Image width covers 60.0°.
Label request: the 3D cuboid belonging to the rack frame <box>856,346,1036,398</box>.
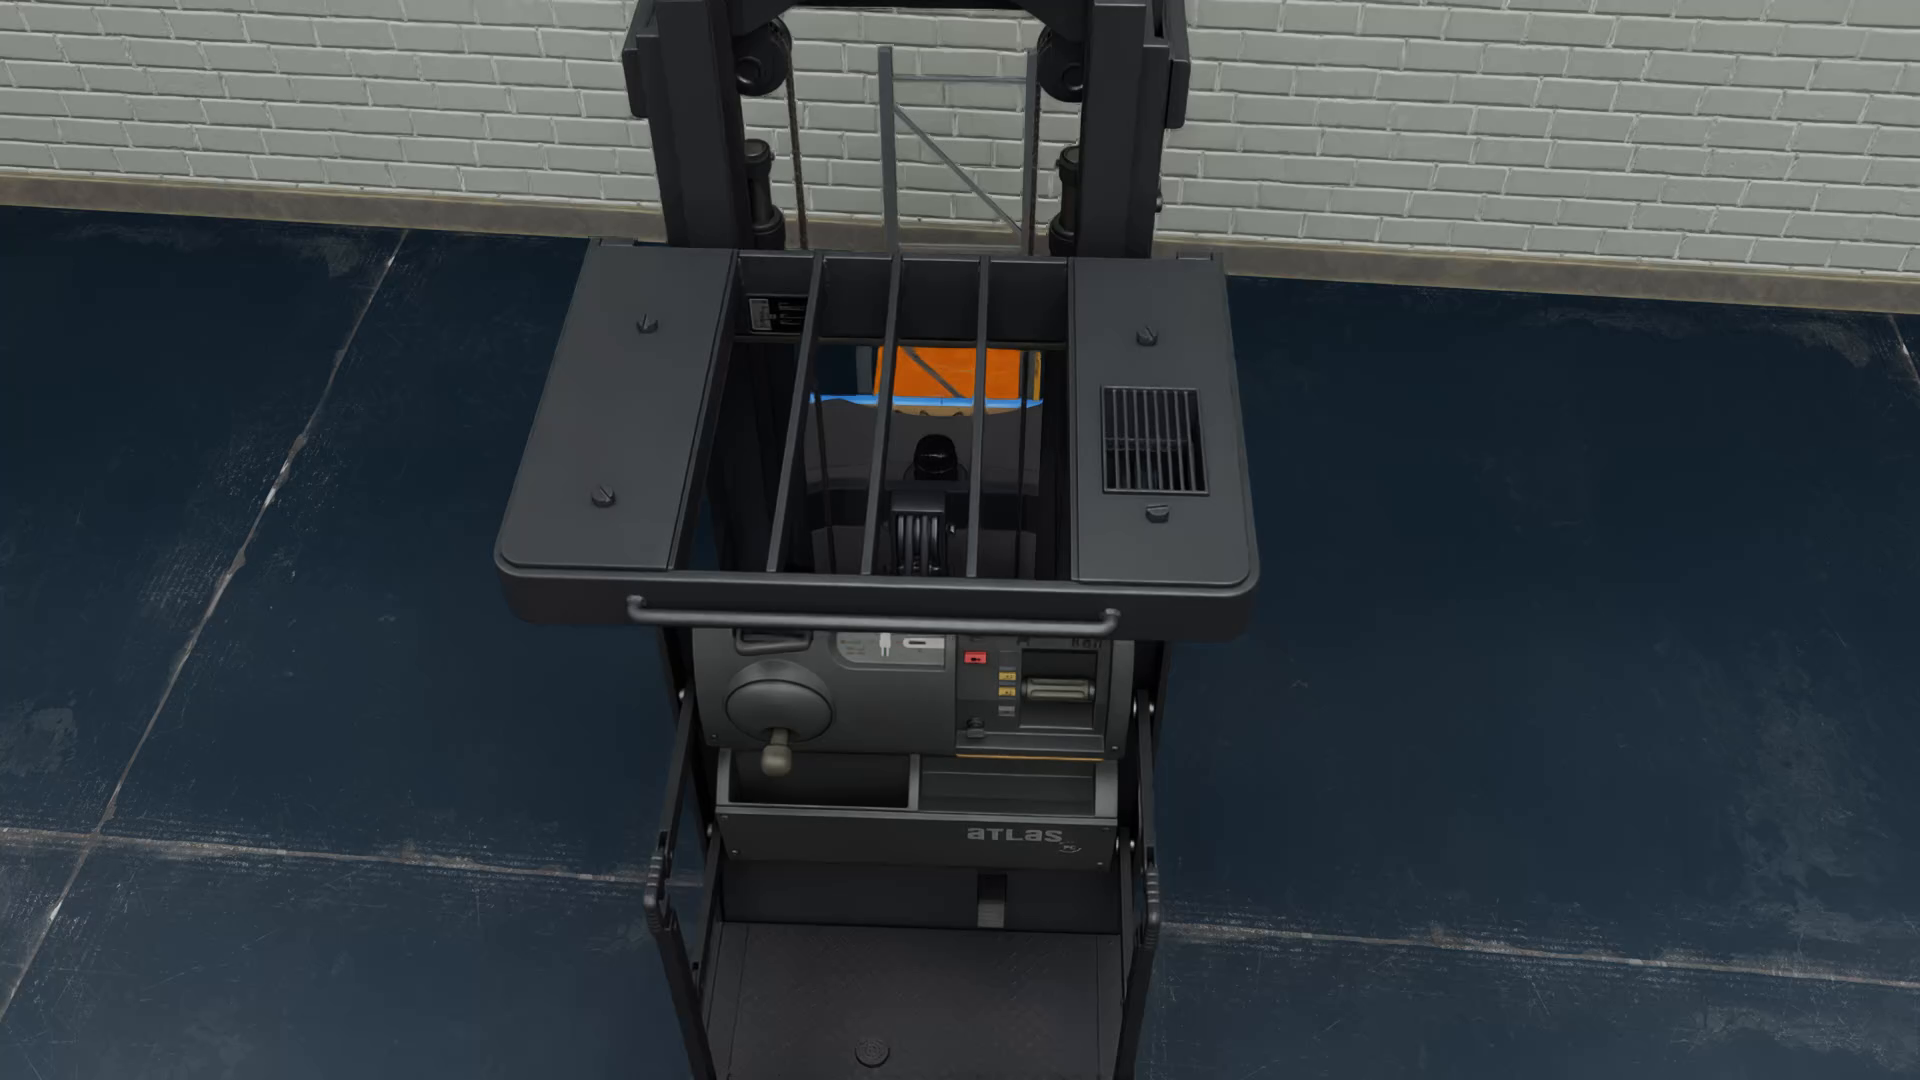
[{"bbox_3d":[-0.040,-0.241,4.954,0.500,1.500,0.032,2,48,1],"label":"rack frame"}]

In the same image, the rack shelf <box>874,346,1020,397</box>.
[{"bbox_3d":[-0.021,-0.495,5.430,0.538,0.185,1.000,2,48,1],"label":"rack shelf"}]

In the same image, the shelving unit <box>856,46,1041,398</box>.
[{"bbox_3d":[-0.020,-0.623,5.303,0.587,1.500,1.083,2,48,1],"label":"shelving unit"}]

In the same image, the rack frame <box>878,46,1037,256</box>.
[{"bbox_3d":[-0.002,-0.991,5.640,0.500,1.500,0.032,2,48,1],"label":"rack frame"}]

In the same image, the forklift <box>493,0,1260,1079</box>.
[{"bbox_3d":[-0.105,0.415,3.384,1.130,2.935,3.031,2,48,1],"label":"forklift"}]

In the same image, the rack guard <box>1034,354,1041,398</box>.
[{"bbox_3d":[-0.002,-0.568,6.100,0.587,0.250,0.087,2,48,1],"label":"rack guard"}]
